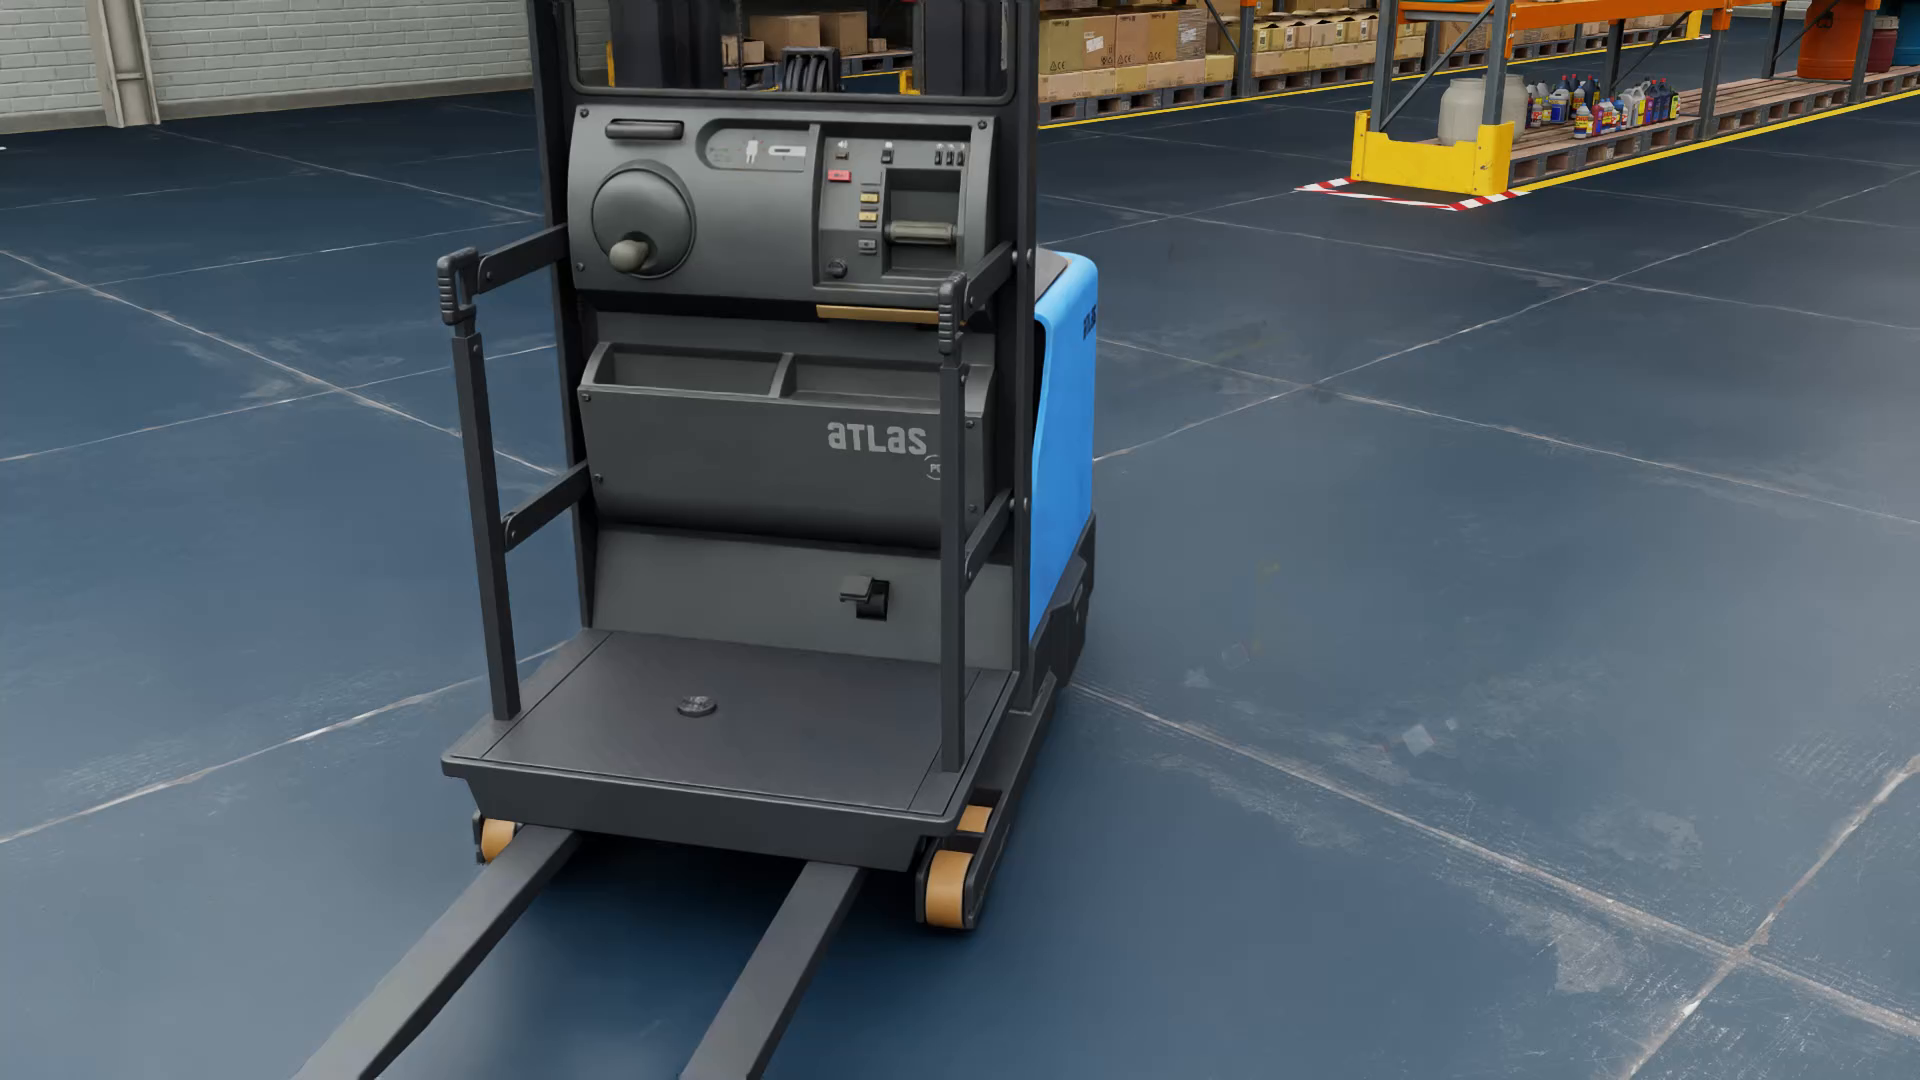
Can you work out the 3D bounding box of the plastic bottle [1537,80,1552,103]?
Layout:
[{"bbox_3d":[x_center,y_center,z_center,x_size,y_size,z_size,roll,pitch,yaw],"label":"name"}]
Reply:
[{"bbox_3d":[5.002,-3.783,14.315,0.144,0.351,0.185,19,28,40],"label":"plastic bottle"}]

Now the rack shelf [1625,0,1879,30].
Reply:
[{"bbox_3d":[7.686,-5.254,16.065,1.077,0.370,4.000,19,28,41],"label":"rack shelf"}]

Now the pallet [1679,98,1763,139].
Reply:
[{"bbox_3d":[6.811,-3.985,15.649,1.003,0.211,1.213,19,28,41],"label":"pallet"}]

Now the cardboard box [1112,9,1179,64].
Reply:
[{"bbox_3d":[1.874,-5.150,16.994,0.500,0.500,0.500,19,28,41],"label":"cardboard box"}]

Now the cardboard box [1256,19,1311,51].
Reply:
[{"bbox_3d":[3.564,-5.662,18.589,0.500,0.311,0.500,19,28,40],"label":"cardboard box"}]

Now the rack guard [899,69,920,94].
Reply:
[{"bbox_3d":[-0.063,-4.115,15.584,1.175,0.500,0.348,19,28,41],"label":"rack guard"}]

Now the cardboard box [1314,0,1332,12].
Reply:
[{"bbox_3d":[5.722,-8.936,27.540,0.700,0.500,0.500,19,28,40],"label":"cardboard box"}]

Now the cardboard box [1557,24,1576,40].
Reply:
[{"bbox_3d":[8.186,-7.213,23.030,0.500,0.500,0.500,19,28,40],"label":"cardboard box"}]

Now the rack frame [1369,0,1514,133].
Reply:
[{"bbox_3d":[3.500,-4.047,11.923,1.000,3.000,0.127,19,28,41],"label":"rack frame"}]

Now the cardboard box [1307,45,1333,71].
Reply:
[{"bbox_3d":[3.920,-5.535,19.042,0.500,0.250,0.500,18,28,39],"label":"cardboard box"}]

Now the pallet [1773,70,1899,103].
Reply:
[{"bbox_3d":[9.601,-5.015,18.328,1.003,0.211,1.213,19,28,41],"label":"pallet"}]

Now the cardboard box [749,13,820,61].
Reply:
[{"bbox_3d":[-2.105,-6.043,19.987,0.700,0.500,0.500,17,27,37],"label":"cardboard box"}]

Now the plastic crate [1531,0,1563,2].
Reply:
[{"bbox_3d":[4.355,-4.074,12.360,0.298,0.136,0.250,19,28,41],"label":"plastic crate"}]

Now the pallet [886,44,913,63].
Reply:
[{"bbox_3d":[-0.265,-6.454,22.071,1.003,0.211,1.213,19,28,41],"label":"pallet"}]

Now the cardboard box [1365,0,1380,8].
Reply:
[{"bbox_3d":[6.798,-9.335,28.580,0.700,0.500,0.500,19,28,40],"label":"cardboard box"}]

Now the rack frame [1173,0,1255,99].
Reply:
[{"bbox_3d":[2.745,-6.316,17.826,1.000,3.000,0.127,19,28,41],"label":"rack frame"}]

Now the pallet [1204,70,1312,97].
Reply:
[{"bbox_3d":[3.231,-5.214,18.845,1.003,0.211,1.213,19,28,41],"label":"pallet"}]

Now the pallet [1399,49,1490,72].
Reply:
[{"bbox_3d":[6.083,-6.225,21.476,1.003,0.211,1.213,19,28,41],"label":"pallet"}]

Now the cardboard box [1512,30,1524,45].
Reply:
[{"bbox_3d":[7.132,-6.827,22.028,0.500,0.500,0.500,18,27,39],"label":"cardboard box"}]

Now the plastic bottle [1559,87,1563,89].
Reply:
[{"bbox_3d":[5.223,-3.808,14.490,0.097,0.271,0.097,0,21,0],"label":"plastic bottle"}]

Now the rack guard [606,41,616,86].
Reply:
[{"bbox_3d":[-3.545,-5.379,18.874,1.175,0.500,0.348,19,28,41],"label":"rack guard"}]

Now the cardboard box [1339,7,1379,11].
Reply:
[{"bbox_3d":[4.959,-6.458,20.660,0.500,0.311,0.500,-19,28,-40],"label":"cardboard box"}]

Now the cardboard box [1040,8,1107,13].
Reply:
[{"bbox_3d":[1.152,-5.152,16.999,0.500,0.500,0.500,19,28,41],"label":"cardboard box"}]

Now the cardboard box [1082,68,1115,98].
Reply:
[{"bbox_3d":[1.183,-4.540,16.454,0.500,0.250,0.500,19,28,41],"label":"cardboard box"}]

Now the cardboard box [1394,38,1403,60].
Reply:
[{"bbox_3d":[4.986,-5.927,20.062,0.500,0.250,0.500,19,28,40],"label":"cardboard box"}]

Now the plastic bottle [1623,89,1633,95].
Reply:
[{"bbox_3d":[5.791,-3.753,14.341,0.152,0.276,0.135,19,28,41],"label":"plastic bottle"}]

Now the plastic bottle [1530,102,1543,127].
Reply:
[{"bbox_3d":[4.862,-3.595,14.035,0.097,0.201,0.097,0,21,0],"label":"plastic bottle"}]

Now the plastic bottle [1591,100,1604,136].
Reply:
[{"bbox_3d":[5.160,-3.426,13.481,0.133,0.283,0.061,-20,28,-41],"label":"plastic bottle"}]

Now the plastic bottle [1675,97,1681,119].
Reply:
[{"bbox_3d":[6.261,-3.803,14.576,0.097,0.201,0.097,0,21,0],"label":"plastic bottle"}]

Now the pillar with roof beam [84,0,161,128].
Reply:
[{"bbox_3d":[-4.830,-7.104,11.514,9.100,9.000,0.400,19,28,41],"label":"pillar with roof beam"}]

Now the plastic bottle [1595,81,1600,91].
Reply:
[{"bbox_3d":[5.625,-3.924,14.776,0.061,0.283,0.133,19,28,41],"label":"plastic bottle"}]

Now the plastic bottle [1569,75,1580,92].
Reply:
[{"bbox_3d":[5.431,-3.941,14.725,0.185,0.351,0.144,-19,28,-41],"label":"plastic bottle"}]

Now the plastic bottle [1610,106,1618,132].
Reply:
[{"bbox_3d":[5.367,-3.474,13.718,0.097,0.201,0.097,0,21,0],"label":"plastic bottle"}]

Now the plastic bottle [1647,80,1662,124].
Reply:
[{"bbox_3d":[5.914,-3.757,14.248,0.144,0.351,0.185,18,27,38],"label":"plastic bottle"}]

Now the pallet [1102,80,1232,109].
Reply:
[{"bbox_3d":[2.160,-4.821,17.822,1.003,0.211,1.213,19,28,41],"label":"pallet"}]

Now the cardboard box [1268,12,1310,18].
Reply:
[{"bbox_3d":[3.883,-6.058,19.619,0.500,0.311,0.500,19,28,40],"label":"cardboard box"}]

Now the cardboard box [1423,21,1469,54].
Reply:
[{"bbox_3d":[6.057,-6.428,20.989,0.500,0.500,0.500,-19,28,-40],"label":"cardboard box"}]

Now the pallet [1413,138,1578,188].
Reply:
[{"bbox_3d":[4.090,-2.984,13.045,1.003,0.211,1.213,19,28,41],"label":"pallet"}]

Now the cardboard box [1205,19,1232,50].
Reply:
[{"bbox_3d":[2.822,-5.666,18.601,0.500,0.311,0.500,19,28,41],"label":"cardboard box"}]

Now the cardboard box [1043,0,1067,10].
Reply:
[{"bbox_3d":[1.076,-7.320,23.310,0.700,0.500,0.500,19,28,41],"label":"cardboard box"}]

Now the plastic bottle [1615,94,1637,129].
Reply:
[{"bbox_3d":[5.573,-3.599,13.939,0.135,0.276,0.152,-20,28,-41],"label":"plastic bottle"}]

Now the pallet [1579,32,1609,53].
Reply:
[{"bbox_3d":[8.805,-7.247,24.136,1.003,0.211,1.213,19,28,41],"label":"pallet"}]

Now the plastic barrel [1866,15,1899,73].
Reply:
[{"bbox_3d":[10.198,-5.594,18.724,0.600,0.588,0.708,19,28,41],"label":"plastic barrel"}]

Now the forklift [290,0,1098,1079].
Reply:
[{"bbox_3d":[-0.435,-0.706,3.325,1.130,2.935,3.031,5,22,12],"label":"forklift"}]

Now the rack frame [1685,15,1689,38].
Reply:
[{"bbox_3d":[11.116,-9.401,25.852,1.000,3.000,0.127,19,28,41],"label":"rack frame"}]

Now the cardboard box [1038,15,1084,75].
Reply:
[{"bbox_3d":[0.835,-4.762,15.984,0.500,0.500,0.500,19,28,41],"label":"cardboard box"}]

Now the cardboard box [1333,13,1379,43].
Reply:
[{"bbox_3d":[4.634,-6.058,19.621,0.500,0.311,0.500,19,28,40],"label":"cardboard box"}]

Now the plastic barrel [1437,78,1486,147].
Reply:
[{"bbox_3d":[3.905,-3.270,12.784,0.421,0.512,0.421,0,21,0],"label":"plastic barrel"}]

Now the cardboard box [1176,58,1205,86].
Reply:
[{"bbox_3d":[2.222,-4.929,17.464,0.500,0.250,0.500,19,28,41],"label":"cardboard box"}]

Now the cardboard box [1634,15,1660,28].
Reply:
[{"bbox_3d":[10.229,-7.885,25.126,0.500,0.250,0.500,19,28,41],"label":"cardboard box"}]

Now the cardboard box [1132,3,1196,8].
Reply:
[{"bbox_3d":[2.197,-5.538,18.004,0.500,0.500,0.500,19,28,41],"label":"cardboard box"}]

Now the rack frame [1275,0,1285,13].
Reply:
[{"bbox_3d":[4.774,-9.611,26.400,1.000,3.000,0.127,19,28,41],"label":"rack frame"}]

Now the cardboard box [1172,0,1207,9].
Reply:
[{"bbox_3d":[3.206,-8.156,25.023,0.750,0.750,0.750,19,28,40],"label":"cardboard box"}]

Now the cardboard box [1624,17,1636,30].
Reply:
[{"bbox_3d":[9.632,-7.897,24.805,0.797,0.503,0.637,19,28,41],"label":"cardboard box"}]
